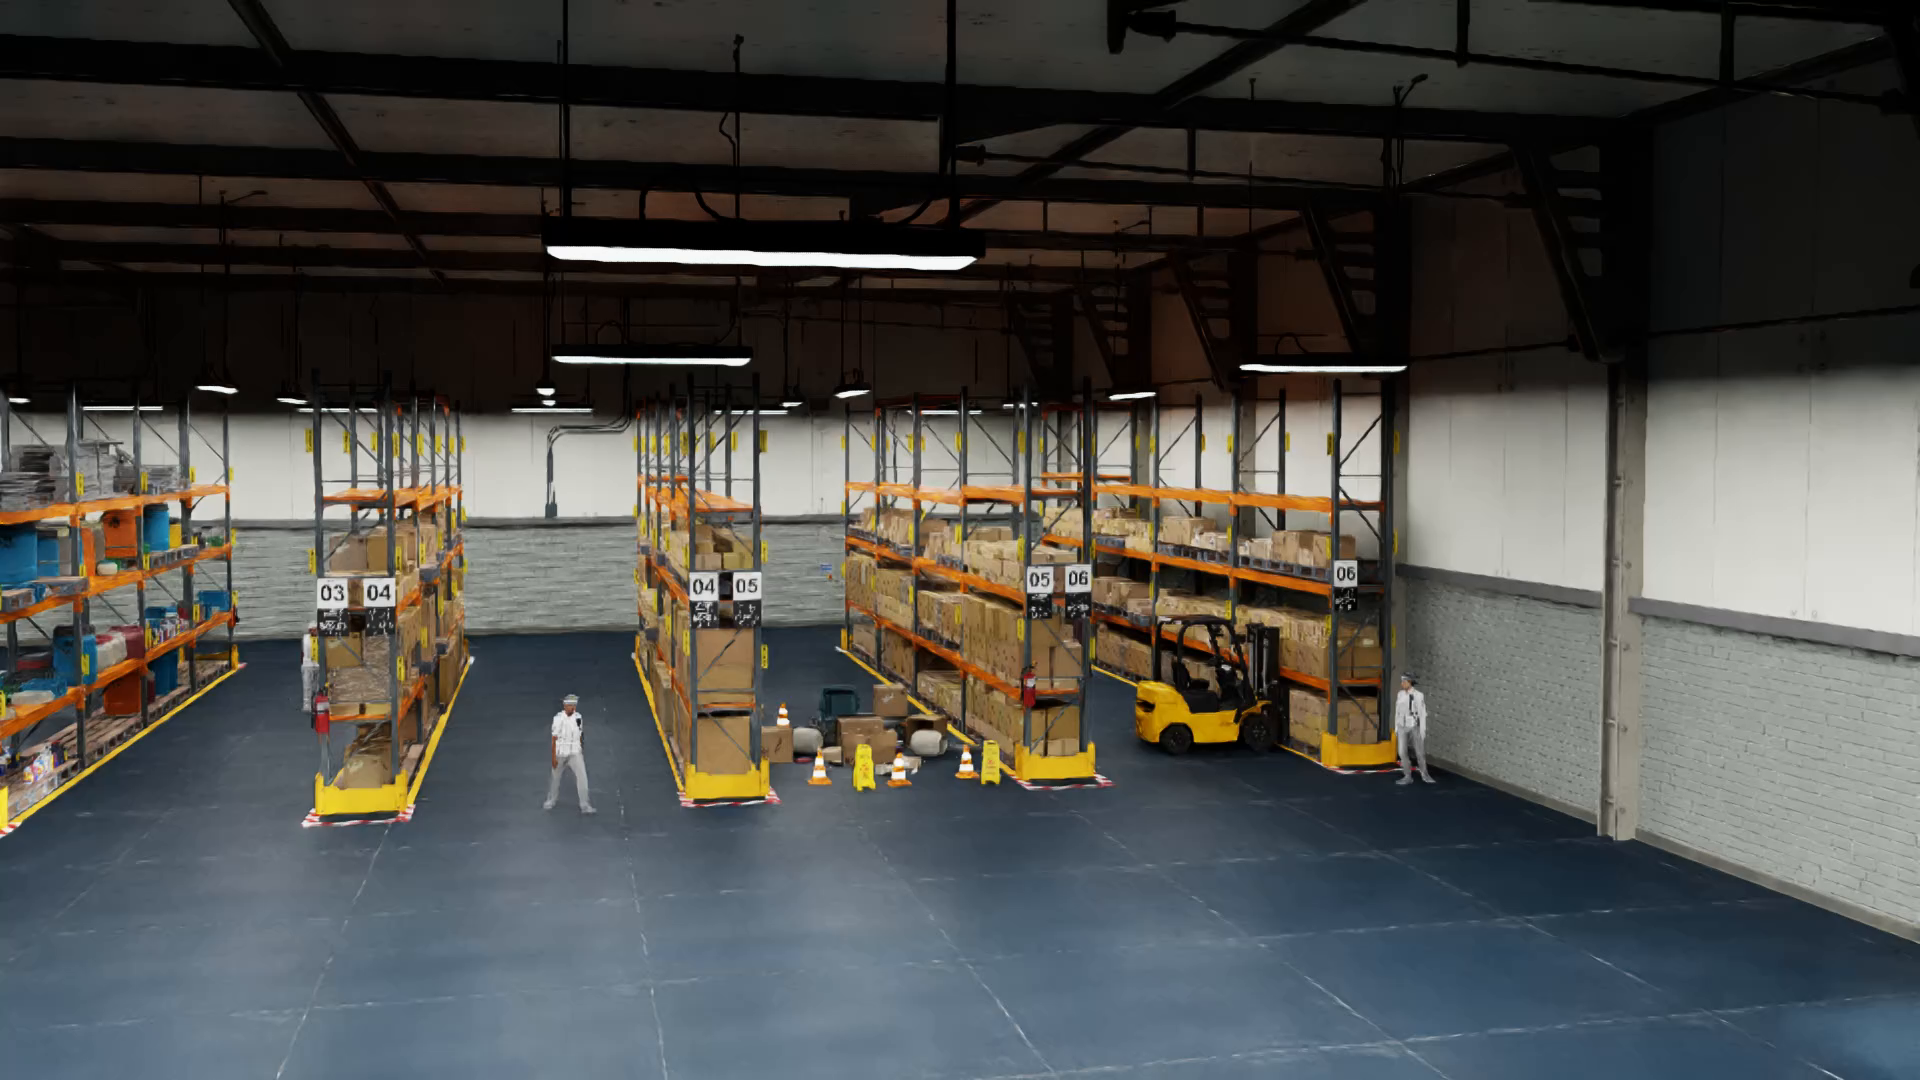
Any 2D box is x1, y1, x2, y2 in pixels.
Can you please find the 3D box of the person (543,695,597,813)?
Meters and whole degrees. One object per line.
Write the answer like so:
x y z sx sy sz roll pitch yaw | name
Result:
-5.330 2.888 22.593 0.494 1.624 0.938 -2 4 -36 | person

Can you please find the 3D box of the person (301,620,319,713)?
-12.050 2.340 31.098 0.563 1.707 1.127 -1 3 -16 | person

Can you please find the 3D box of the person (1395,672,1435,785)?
6.688 2.763 24.523 0.531 1.668 0.572 -3 4 -41 | person

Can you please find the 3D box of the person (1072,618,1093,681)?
2.503 2.064 35.221 0.642 1.771 0.691 0 3 6 | person
